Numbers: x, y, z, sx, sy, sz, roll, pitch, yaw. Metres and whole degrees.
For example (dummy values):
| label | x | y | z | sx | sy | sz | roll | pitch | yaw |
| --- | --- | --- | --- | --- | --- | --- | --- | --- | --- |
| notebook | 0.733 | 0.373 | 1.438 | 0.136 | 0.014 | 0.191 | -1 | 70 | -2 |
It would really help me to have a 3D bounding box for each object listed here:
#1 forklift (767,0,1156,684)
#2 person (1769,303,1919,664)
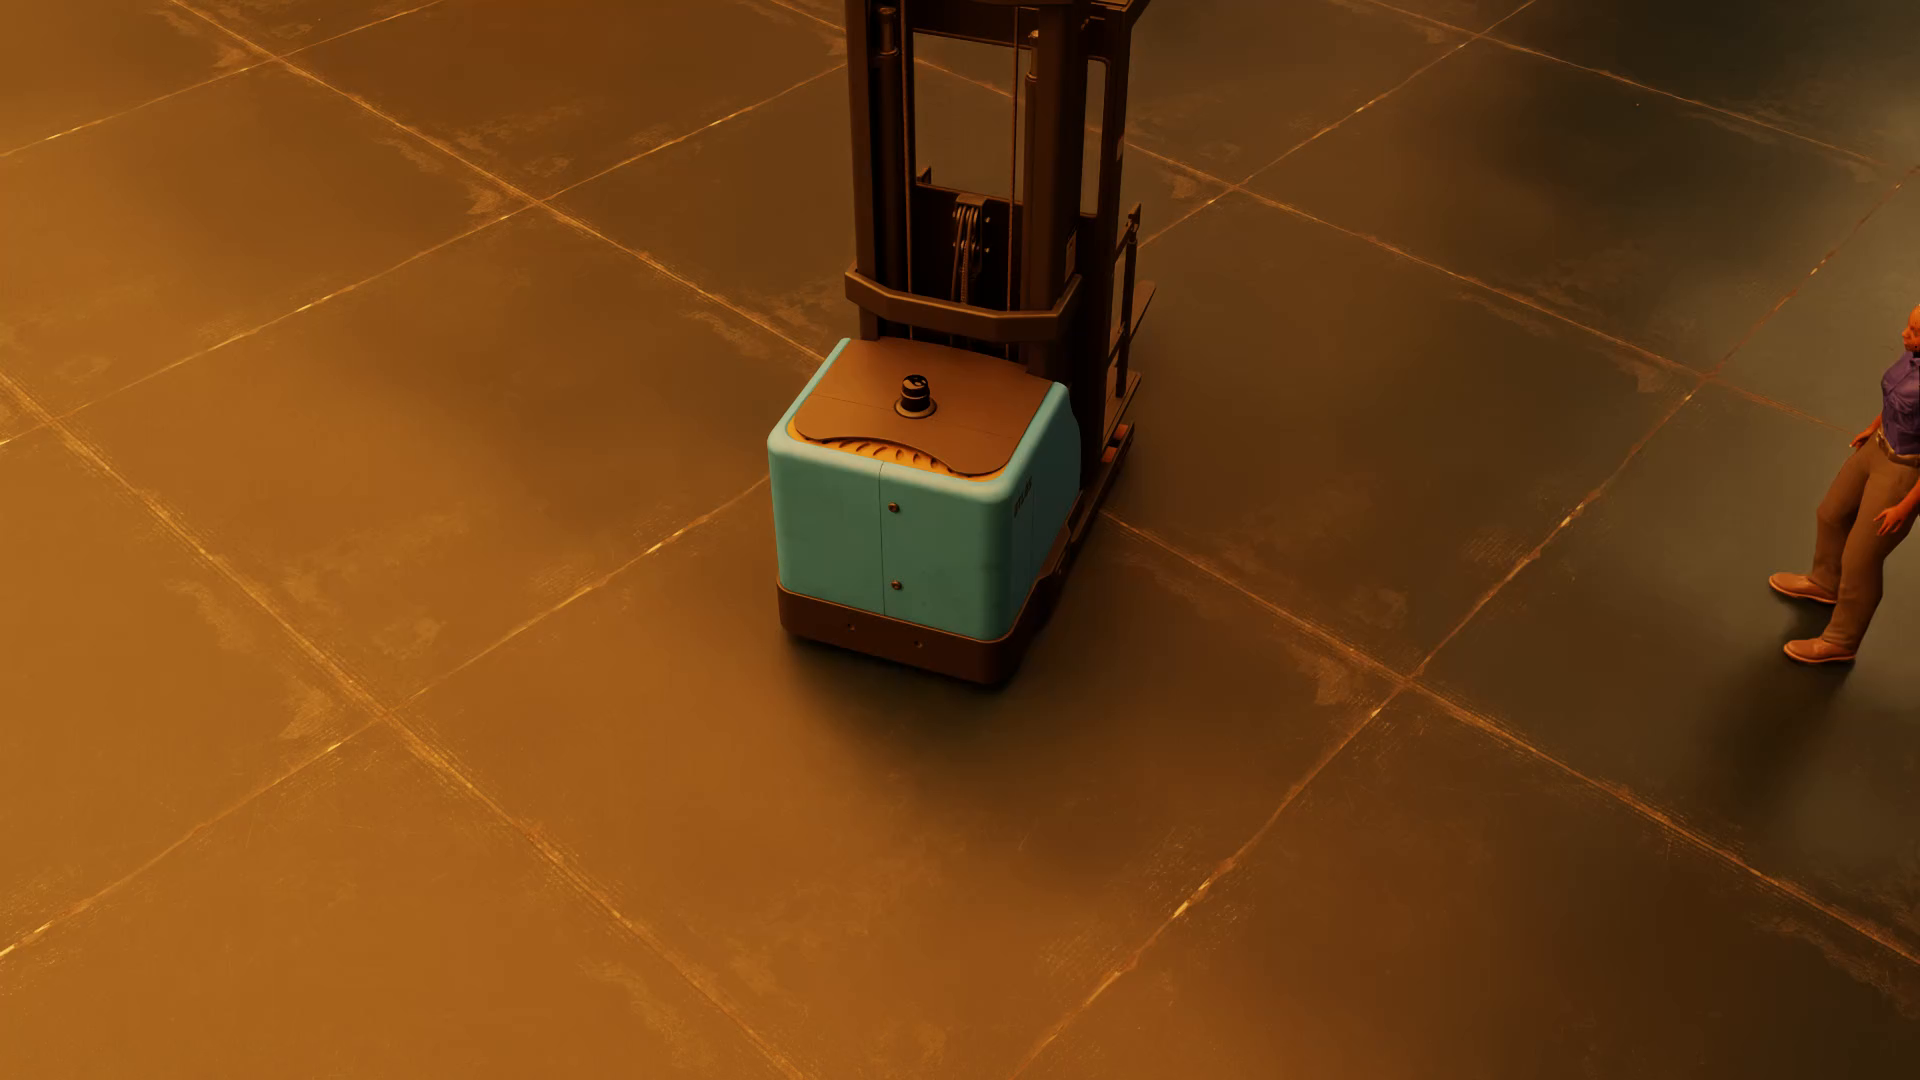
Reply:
| label | x | y | z | sx | sy | sz | roll | pitch | yaw |
| --- | --- | --- | --- | --- | --- | --- | --- | --- | --- |
| forklift | 0.211 | -1.484 | 7.158 | 1.130 | 2.935 | 3.031 | 14 | 42 | 15 |
| person | 3.751 | -0.279 | 6.741 | 0.372 | 1.651 | 0.615 | 7 | 41 | 8 |
